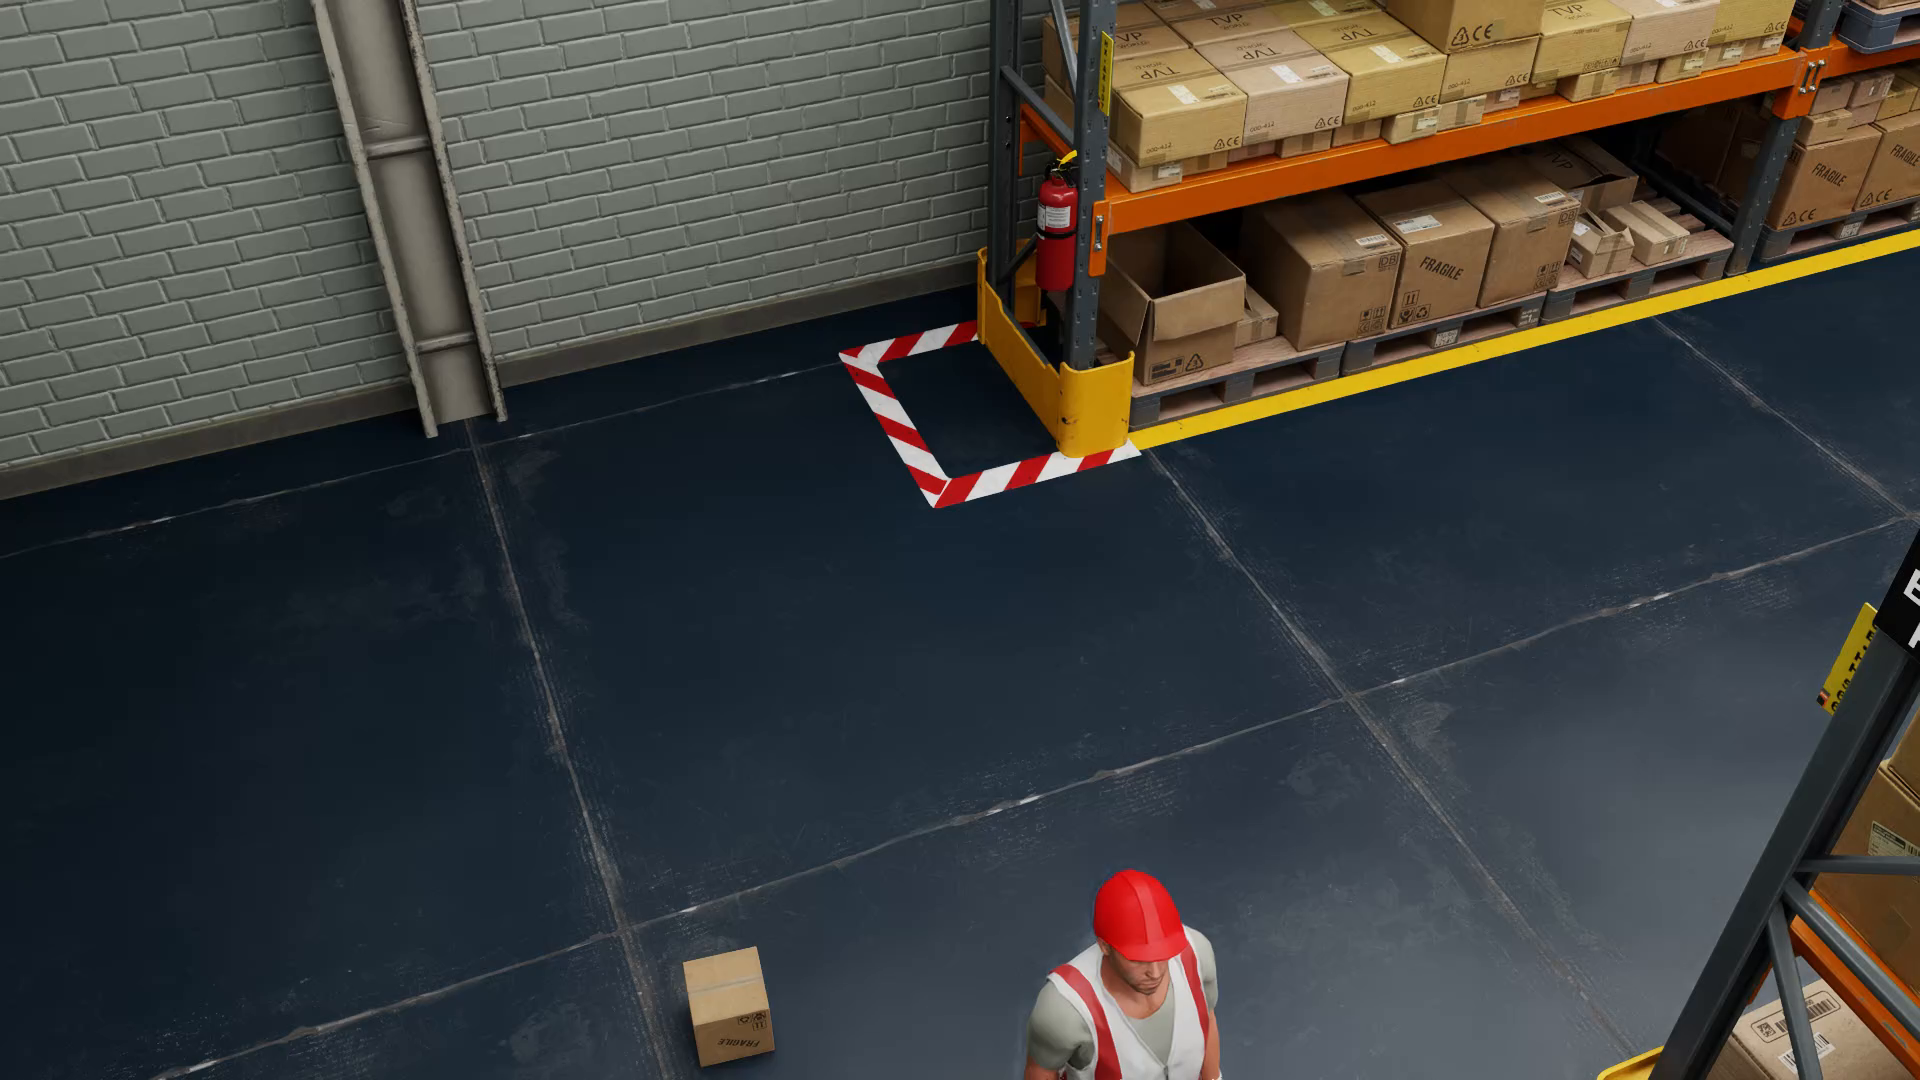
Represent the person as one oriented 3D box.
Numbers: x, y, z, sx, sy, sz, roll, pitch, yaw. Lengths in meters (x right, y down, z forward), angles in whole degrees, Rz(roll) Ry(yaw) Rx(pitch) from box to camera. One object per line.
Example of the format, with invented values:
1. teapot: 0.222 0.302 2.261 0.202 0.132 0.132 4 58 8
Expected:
1. person: 0.438 1.485 4.446 0.531 1.760 0.900 -23 46 -24
